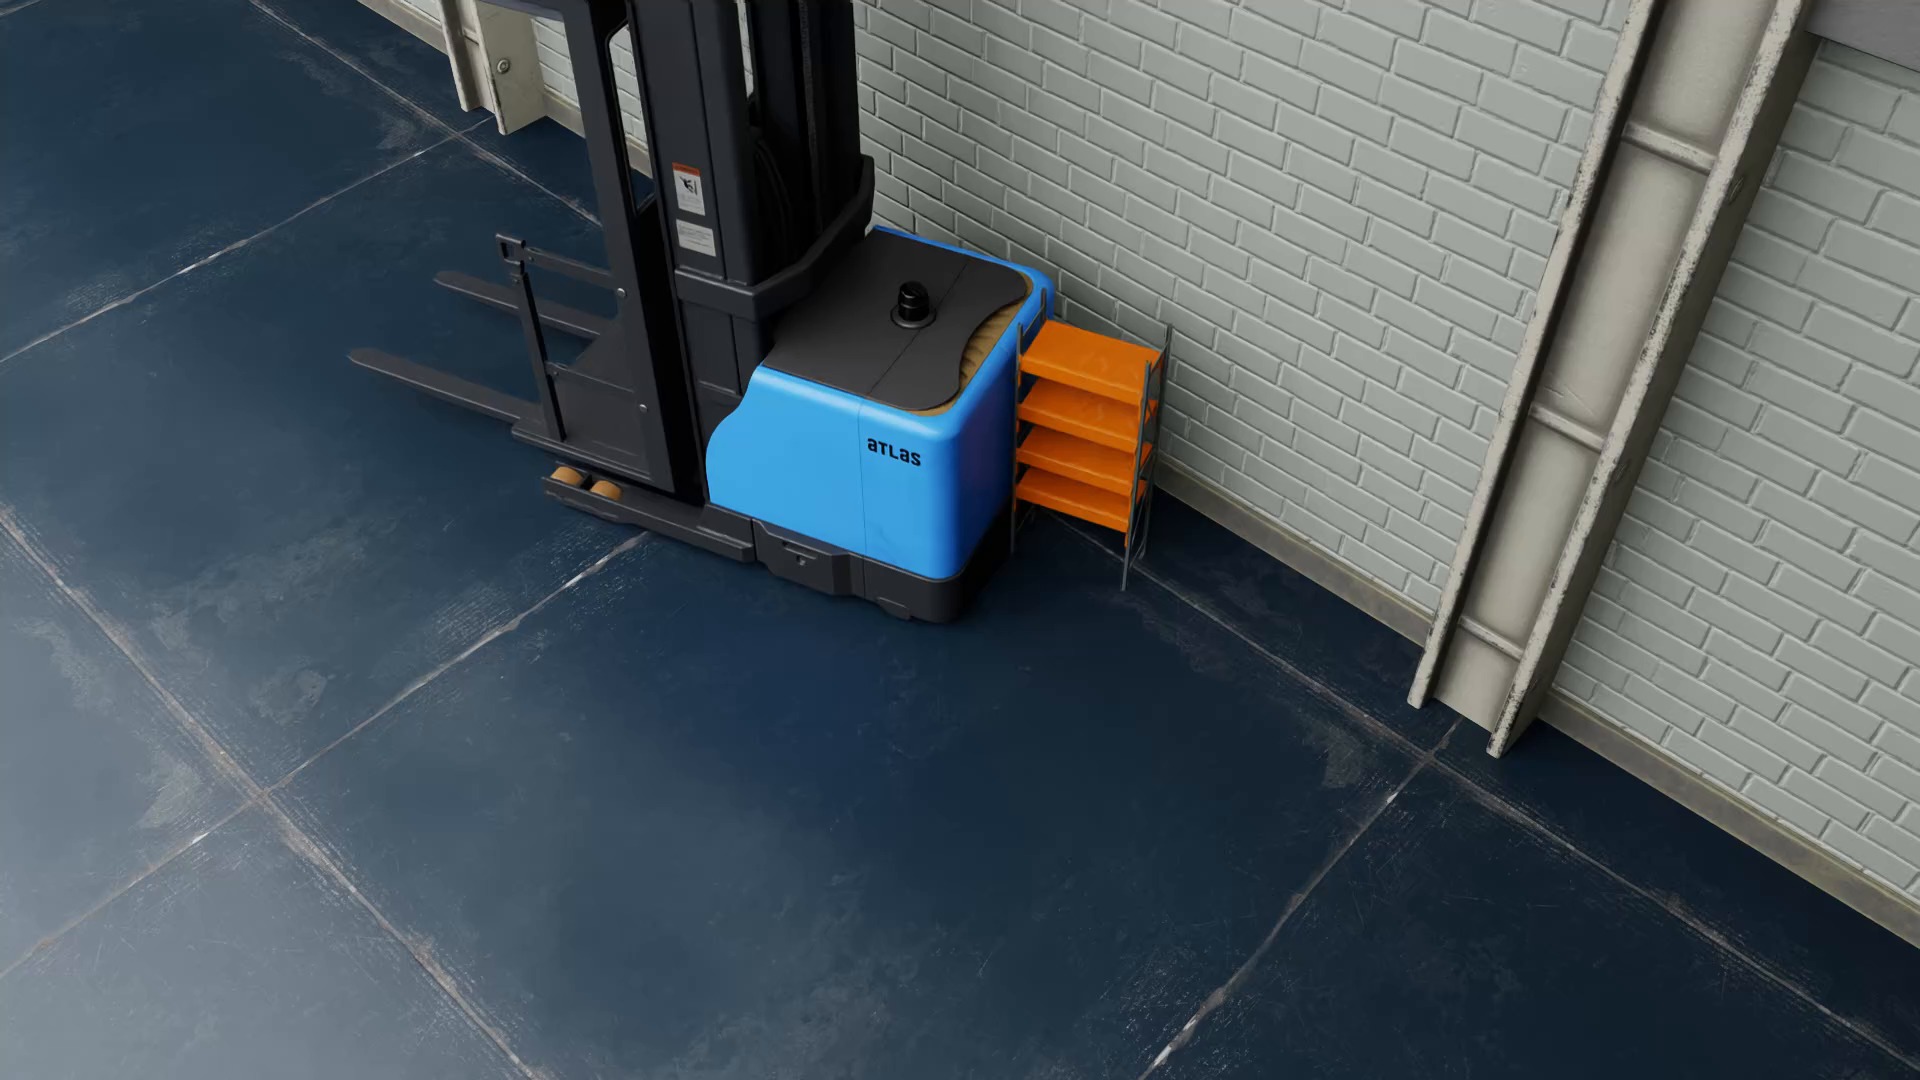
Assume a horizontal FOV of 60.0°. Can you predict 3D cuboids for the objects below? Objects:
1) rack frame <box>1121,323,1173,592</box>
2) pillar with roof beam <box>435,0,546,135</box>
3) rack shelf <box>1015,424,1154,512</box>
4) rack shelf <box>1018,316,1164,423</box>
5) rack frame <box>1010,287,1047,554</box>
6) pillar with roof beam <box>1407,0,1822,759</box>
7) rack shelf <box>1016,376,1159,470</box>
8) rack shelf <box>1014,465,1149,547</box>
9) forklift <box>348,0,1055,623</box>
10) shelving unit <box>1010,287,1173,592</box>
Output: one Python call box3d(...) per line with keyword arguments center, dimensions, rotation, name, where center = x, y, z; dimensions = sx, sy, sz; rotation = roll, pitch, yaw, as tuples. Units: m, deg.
box3d(center=(0.704, -0.284, 6.302), dimensions=(0.015, 1.200, 0.240), rotation=(19, 50, 17), name="rack frame")
box3d(center=(-5.392, -3.115, 3.611), dimensions=(0.400, 9.000, 9.100), rotation=(34, 55, 28), name="pillar with roof beam")
box3d(center=(0.483, -0.312, 6.421), dimensions=(0.480, 0.148, 0.258), rotation=(19, 50, 17), name="rack shelf")
box3d(center=(0.483, -0.627, 6.086), dimensions=(0.480, 0.148, 0.258), rotation=(19, 50, 17), name="rack shelf")
box3d(center=(0.261, -0.433, 6.442), dimensions=(0.015, 1.200, 0.240), rotation=(19, 50, 17), name="rack frame")
box3d(center=(-0.983, -0.148, 0.825), dimensions=(0.400, 9.000, 9.100), rotation=(34, 55, 28), name="pillar with roof beam")
box3d(center=(0.483, -0.466, 6.258), dimensions=(0.480, 0.148, 0.258), rotation=(19, 50, 17), name="rack shelf")
box3d(center=(0.483, -0.176, 6.566), dimensions=(0.480, 0.148, 0.258), rotation=(19, 50, 17), name="rack shelf")
box3d(center=(-1.183, -1.417, 6.178), dimensions=(3.031, 2.935, 1.130), rotation=(19, 50, 17), name="forklift")
box3d(center=(0.483, -0.358, 6.372), dimensions=(0.503, 1.200, 0.258), rotation=(19, 50, 17), name="shelving unit")
